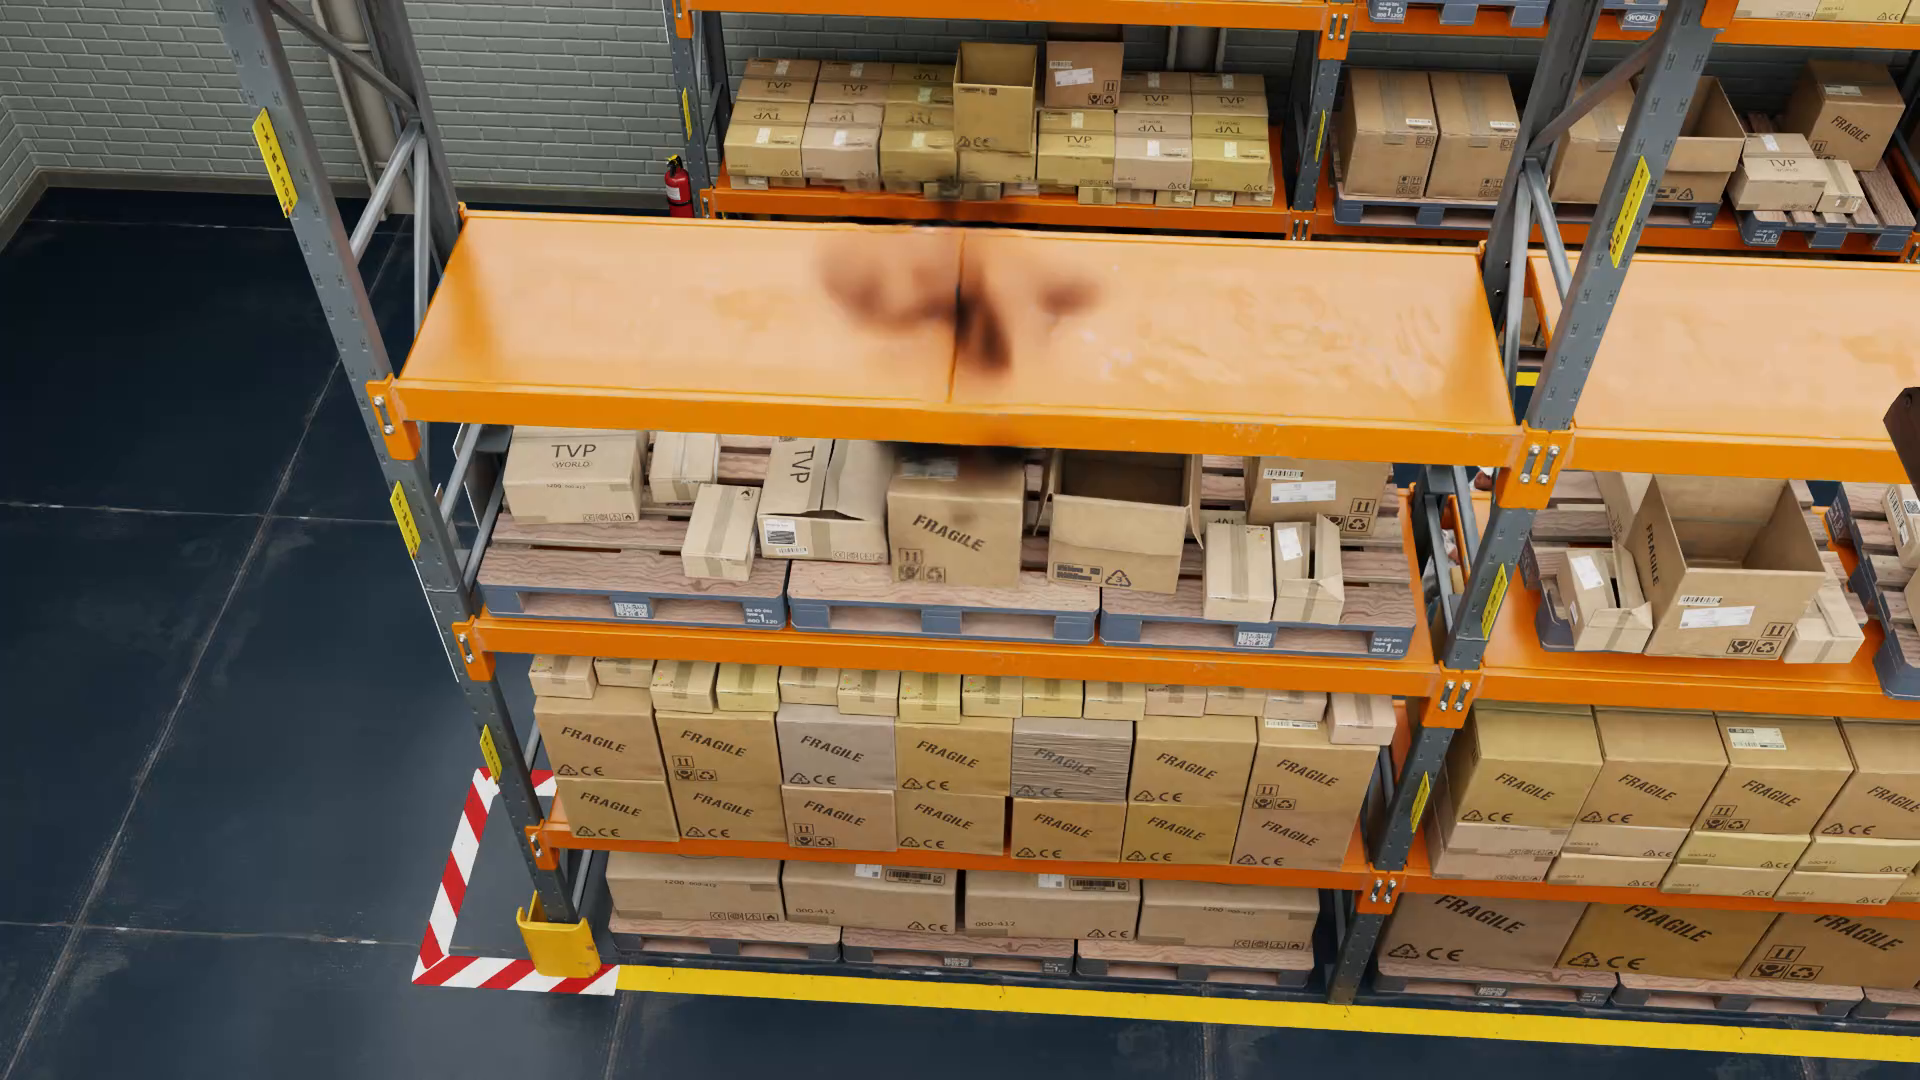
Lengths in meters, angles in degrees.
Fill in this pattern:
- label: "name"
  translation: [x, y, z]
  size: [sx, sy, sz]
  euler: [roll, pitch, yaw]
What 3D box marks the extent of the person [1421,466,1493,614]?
- label: "person"
  translation: [2.850, 0.136, 9.372]
  size: [1.002, 1.772, 0.658]
  euler: [-1, 48, -1]
